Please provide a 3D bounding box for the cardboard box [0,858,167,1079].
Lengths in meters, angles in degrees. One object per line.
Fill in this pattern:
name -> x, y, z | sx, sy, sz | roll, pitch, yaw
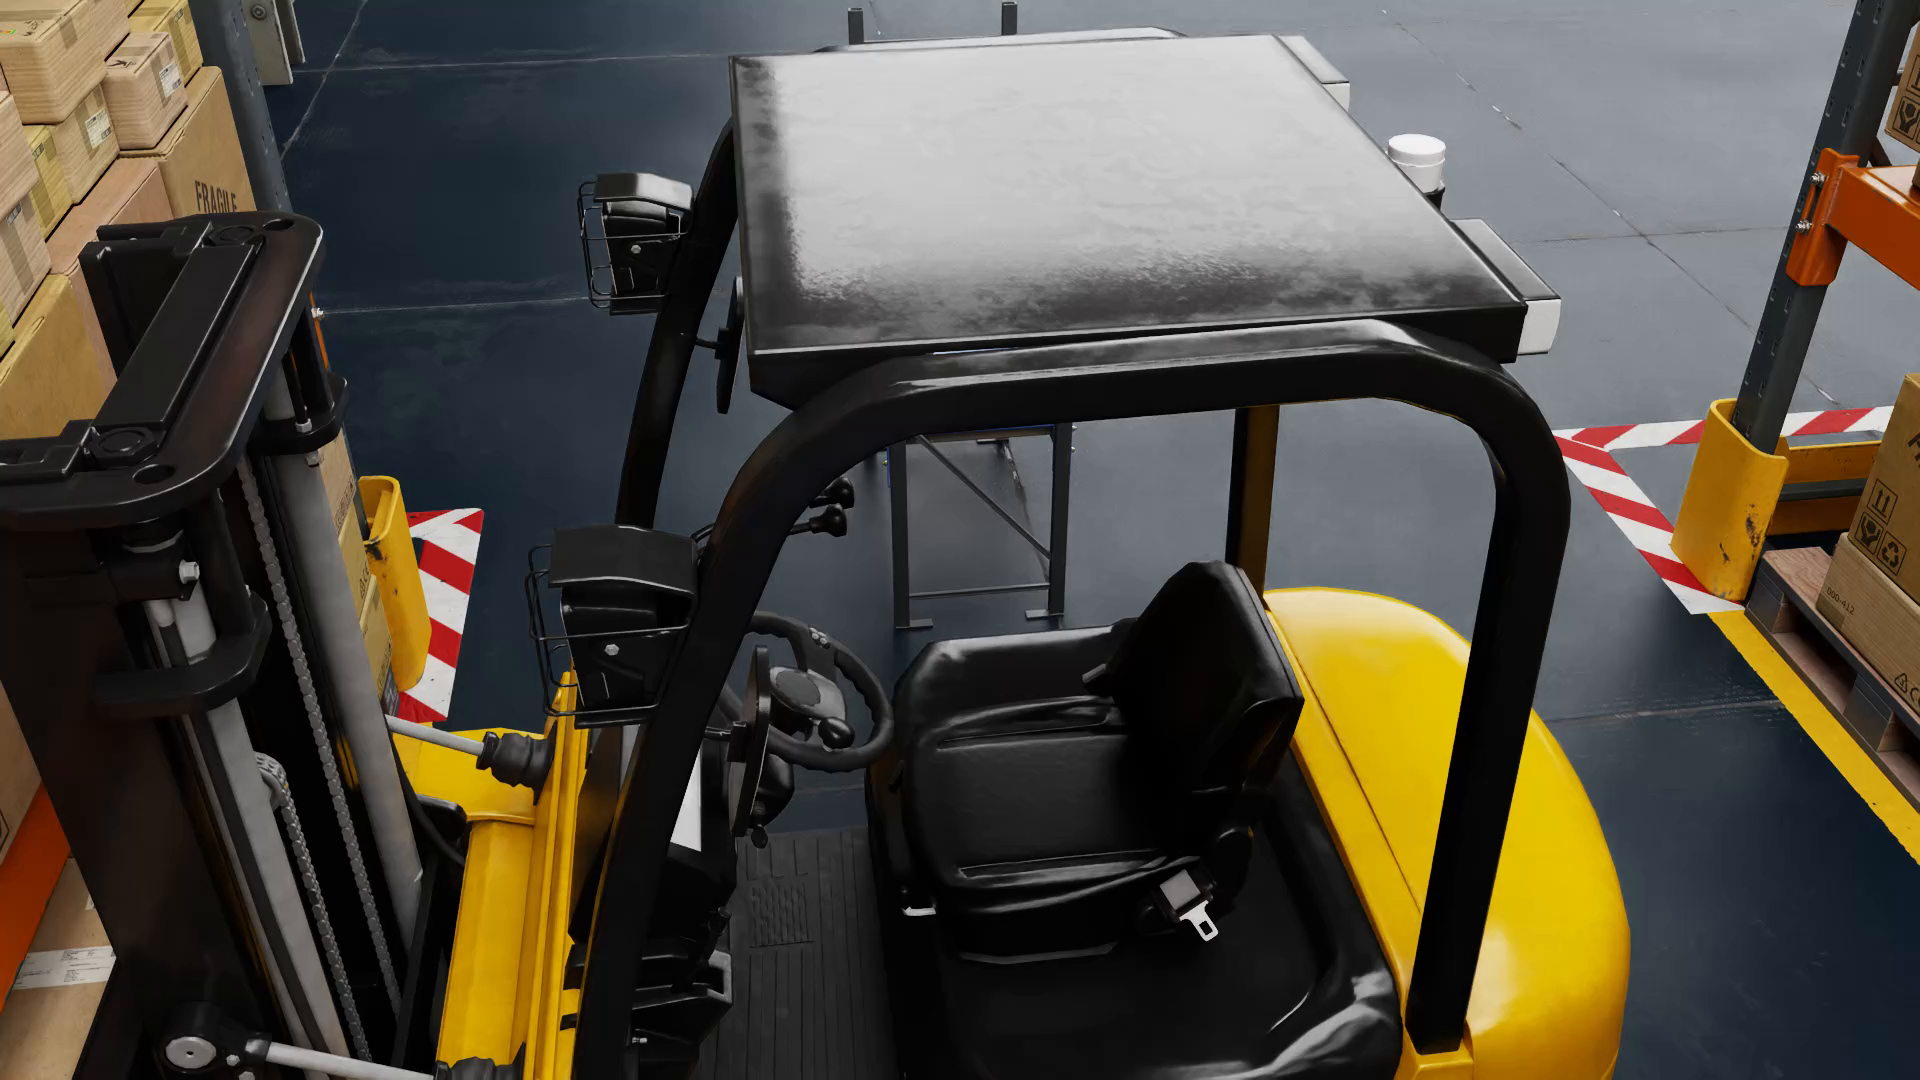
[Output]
cardboard box -> -1.522, 0.776, 2.629 | 0.500, 0.250, 0.500 | -5, 35, -7

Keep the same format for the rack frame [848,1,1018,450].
rack frame -> -0.080, -0.951, 5.314 | 0.500, 1.500, 0.032 | -4, 35, -6

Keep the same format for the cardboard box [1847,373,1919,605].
cardboard box -> 2.650, -0.097, 4.131 | 0.500, 0.500, 0.500 | -5, 35, -8

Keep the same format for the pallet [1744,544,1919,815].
pallet -> 2.896, 0.417, 4.451 | 1.003, 0.211, 1.213 | -4, 35, -6

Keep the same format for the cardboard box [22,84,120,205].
cardboard box -> -1.744, -0.703, 2.954 | 0.380, 0.149, 0.250 | -4, 34, -5

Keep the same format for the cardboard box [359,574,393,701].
cardboard box -> -1.730, 0.345, 4.149 | 0.500, 0.250, 0.500 | -4, 34, -6

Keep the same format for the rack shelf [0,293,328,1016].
rack shelf -> -1.837, 0.557, 2.407 | 1.077, 0.370, 4.000 | -4, 35, -6

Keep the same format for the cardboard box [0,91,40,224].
cardboard box -> -1.618, -0.544, 2.455 | 0.380, 0.149, 0.250 | -4, 34, -5

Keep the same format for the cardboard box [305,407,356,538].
cardboard box -> -1.735, -0.073, 3.874 | 0.500, 0.250, 0.500 | -3, 34, -5

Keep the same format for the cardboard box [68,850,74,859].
cardboard box -> -1.583, 0.492, 3.045 | 0.500, 0.250, 0.500 | -4, 34, -6

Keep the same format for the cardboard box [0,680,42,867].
cardboard box -> -1.571, 0.213, 2.185 | 0.500, 0.500, 0.500 | -4, 34, -6

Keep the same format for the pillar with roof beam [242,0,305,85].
pillar with roof beam -> 0.553, -6.552, 6.874 | 9.100, 9.000, 0.400 | -4, 35, -6

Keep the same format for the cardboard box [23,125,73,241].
cardboard box -> -1.722, -0.564, 2.749 | 0.380, 0.149, 0.250 | -5, 35, -7

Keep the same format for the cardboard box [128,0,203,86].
cardboard box -> -1.782, -0.993, 3.379 | 0.380, 0.149, 0.250 | -4, 34, -6

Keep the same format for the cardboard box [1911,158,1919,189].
cardboard box -> 2.653, -0.925, 4.167 | 0.380, 0.149, 0.250 | -4, 35, -6

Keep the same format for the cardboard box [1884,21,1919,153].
cardboard box -> 2.601, -1.113, 3.866 | 0.500, 0.500, 0.500 | -5, 35, -7

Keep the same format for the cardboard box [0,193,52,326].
cardboard box -> -1.639, -0.419, 2.536 | 0.380, 0.149, 0.250 | -5, 35, -8

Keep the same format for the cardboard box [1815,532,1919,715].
cardboard box -> 2.646, 0.200, 4.362 | 0.500, 0.250, 0.500 | -5, 35, -7

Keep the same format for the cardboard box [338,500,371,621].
cardboard box -> -1.731, 0.148, 3.994 | 0.500, 0.250, 0.500 | -5, 35, -7

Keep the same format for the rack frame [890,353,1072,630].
rack frame -> 0.057, -0.384, 4.481 | 0.500, 1.500, 0.032 | -4, 35, -6

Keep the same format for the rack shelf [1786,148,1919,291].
rack shelf -> 3.081, 0.179, 2.962 | 1.077, 0.370, 4.000 | -4, 35, -6

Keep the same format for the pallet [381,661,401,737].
pallet -> -1.962, 0.720, 4.006 | 1.003, 0.211, 1.213 | -4, 35, -6

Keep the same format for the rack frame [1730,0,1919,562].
rack frame -> 2.812, -1.234, 4.397 | 1.000, 3.000, 0.127 | -4, 35, -6

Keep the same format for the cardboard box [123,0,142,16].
cardboard box -> -1.849, -1.104, 3.278 | 0.380, 0.149, 0.250 | -4, 35, -6

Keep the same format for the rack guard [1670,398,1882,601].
rack guard -> 2.822, -0.159, 5.039 | 1.175, 0.500, 0.348 | -4, 35, -6

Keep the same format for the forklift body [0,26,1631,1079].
forklift body -> -0.043, 0.415, 2.731 | 2.313, 2.155, 1.214 | -4, 35, -6

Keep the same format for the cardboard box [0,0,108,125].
cardboard box -> -1.723, -0.825, 2.868 | 0.380, 0.149, 0.250 | -4, 34, -5

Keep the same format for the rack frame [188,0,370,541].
rack frame -> -2.106, -0.856, 3.842 | 1.000, 3.000, 0.127 | -4, 35, -6

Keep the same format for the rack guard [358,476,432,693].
rack guard -> -2.109, 0.164, 4.566 | 1.175, 0.500, 0.348 | -4, 35, -6

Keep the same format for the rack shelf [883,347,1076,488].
rack shelf -> -0.011, -0.519, 4.999 | 0.538, 0.185, 1.000 | -4, 35, -6

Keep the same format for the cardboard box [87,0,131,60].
cardboard box -> -1.785, -0.969, 3.079 | 0.380, 0.149, 0.250 | -4, 35, -6

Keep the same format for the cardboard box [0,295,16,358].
cardboard box -> -1.585, -0.279, 2.331 | 0.380, 0.149, 0.250 | -4, 34, -6

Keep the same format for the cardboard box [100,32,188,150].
cardboard box -> -1.718, -0.853, 3.173 | 0.380, 0.149, 0.250 | -4, 34, -6

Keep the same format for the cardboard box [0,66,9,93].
cardboard box -> -1.763, -0.681, 2.656 | 0.380, 0.149, 0.250 | -4, 34, -6

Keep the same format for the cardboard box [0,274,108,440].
cardboard box -> -1.650, -0.066, 2.595 | 0.500, 0.500, 0.500 | -5, 35, -7

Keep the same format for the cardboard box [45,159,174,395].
cardboard box -> -1.719, -0.352, 3.015 | 0.500, 0.500, 0.500 | -3, 34, -5

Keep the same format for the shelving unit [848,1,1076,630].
shelving unit -> -0.011, -0.667, 4.897 | 0.538, 1.500, 1.048 | -4, 35, -6

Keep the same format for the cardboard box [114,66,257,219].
cardboard box -> -1.780, -0.643, 3.440 | 0.500, 0.500, 0.500 | -5, 35, -7
